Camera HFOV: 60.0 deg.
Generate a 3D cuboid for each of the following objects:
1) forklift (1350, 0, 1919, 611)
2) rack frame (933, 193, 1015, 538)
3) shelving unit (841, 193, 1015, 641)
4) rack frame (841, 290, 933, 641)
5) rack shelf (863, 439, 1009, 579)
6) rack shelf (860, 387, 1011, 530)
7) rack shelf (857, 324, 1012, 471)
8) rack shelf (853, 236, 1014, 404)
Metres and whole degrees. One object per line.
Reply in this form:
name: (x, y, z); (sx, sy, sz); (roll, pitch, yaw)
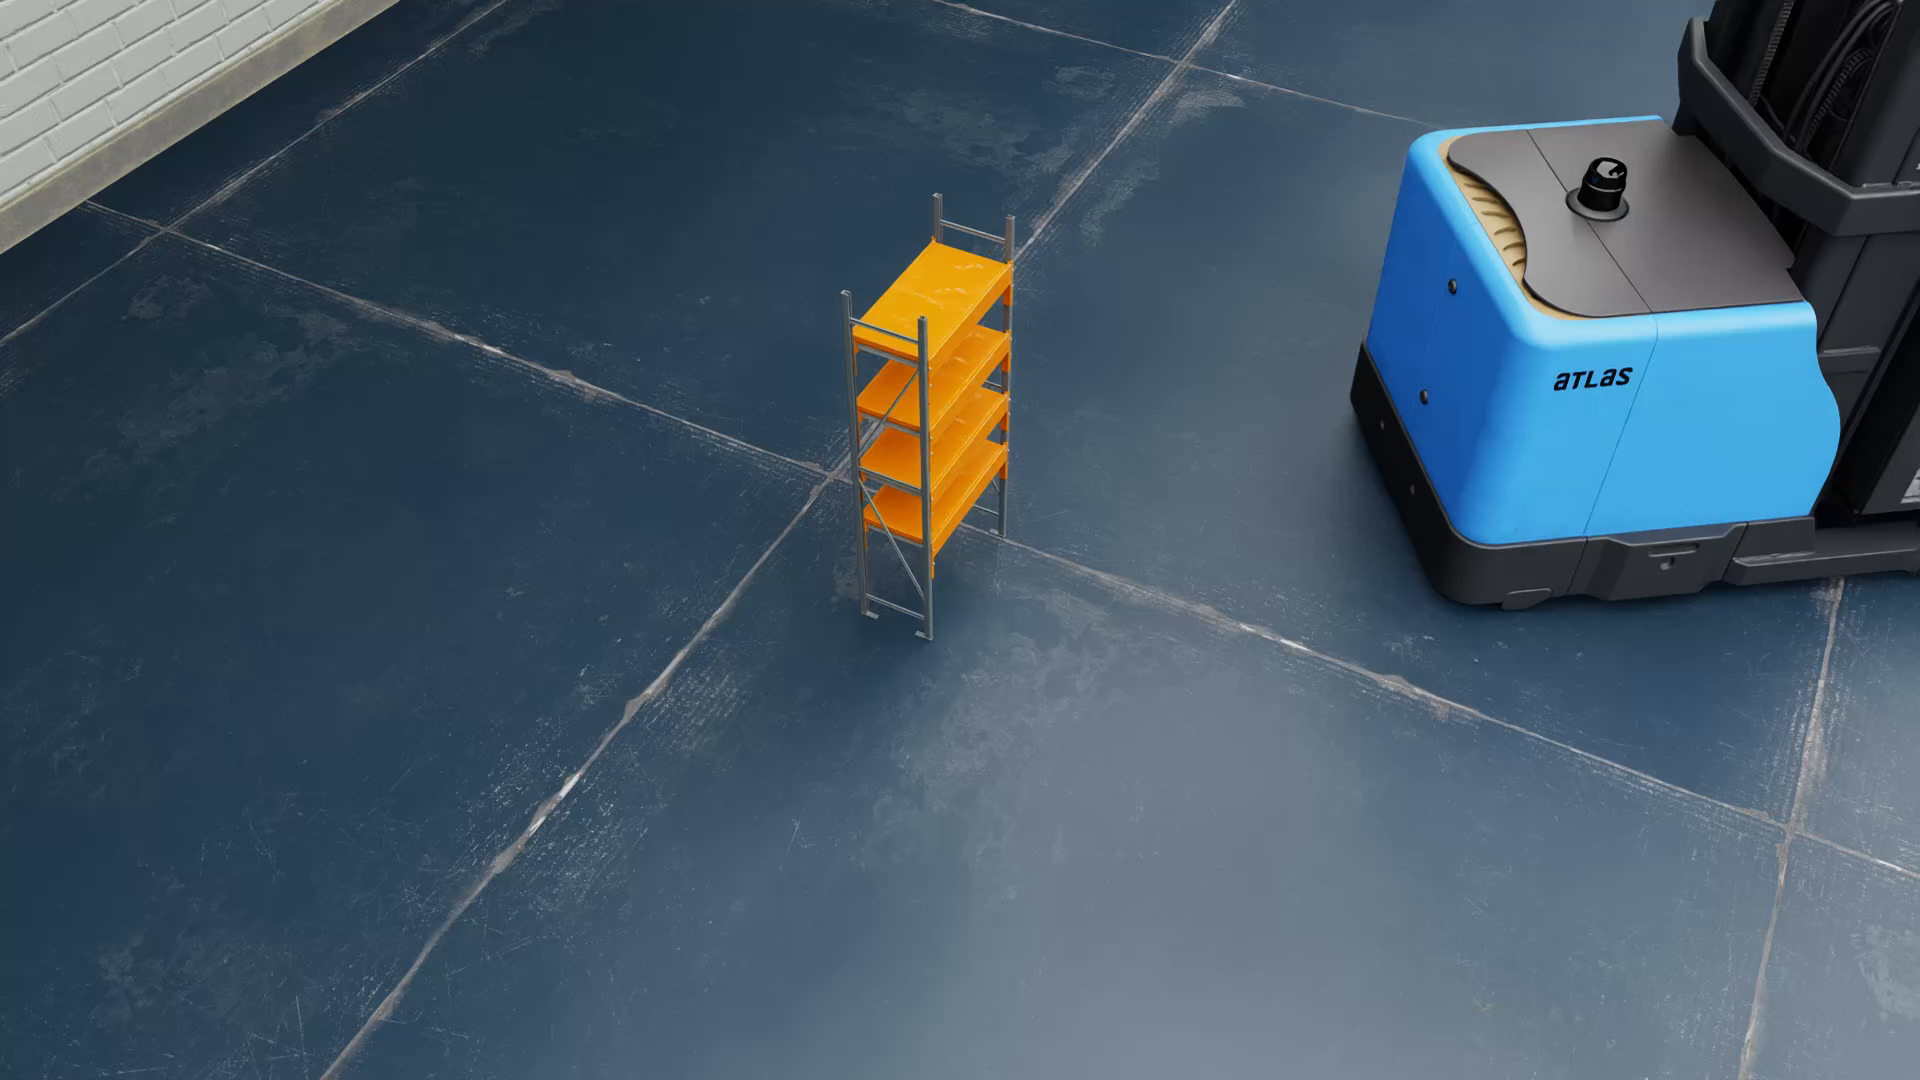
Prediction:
forklift: (2.875, -1.286, 4.461); (3.031, 2.935, 1.130); (-5, 46, -5)
rack frame: (0.036, -0.471, 4.872); (0.240, 1.200, 0.015); (20, 49, 19)
shelving unit: (-0.077, -0.317, 4.720); (0.258, 1.200, 0.503); (20, 49, 19)
rack frame: (-0.190, -0.164, 4.568); (0.240, 1.200, 0.015); (20, 49, 19)
rack shelf: (-0.077, -0.131, 4.909); (0.258, 0.148, 0.480); (20, 49, 19)
rack shelf: (-0.077, -0.270, 4.768); (0.258, 0.148, 0.480); (20, 49, 19)
rack shelf: (-0.077, -0.427, 4.609); (0.258, 0.148, 0.480); (20, 49, 19)
rack shelf: (-0.077, -0.594, 4.441); (0.258, 0.148, 0.480); (20, 49, 19)
